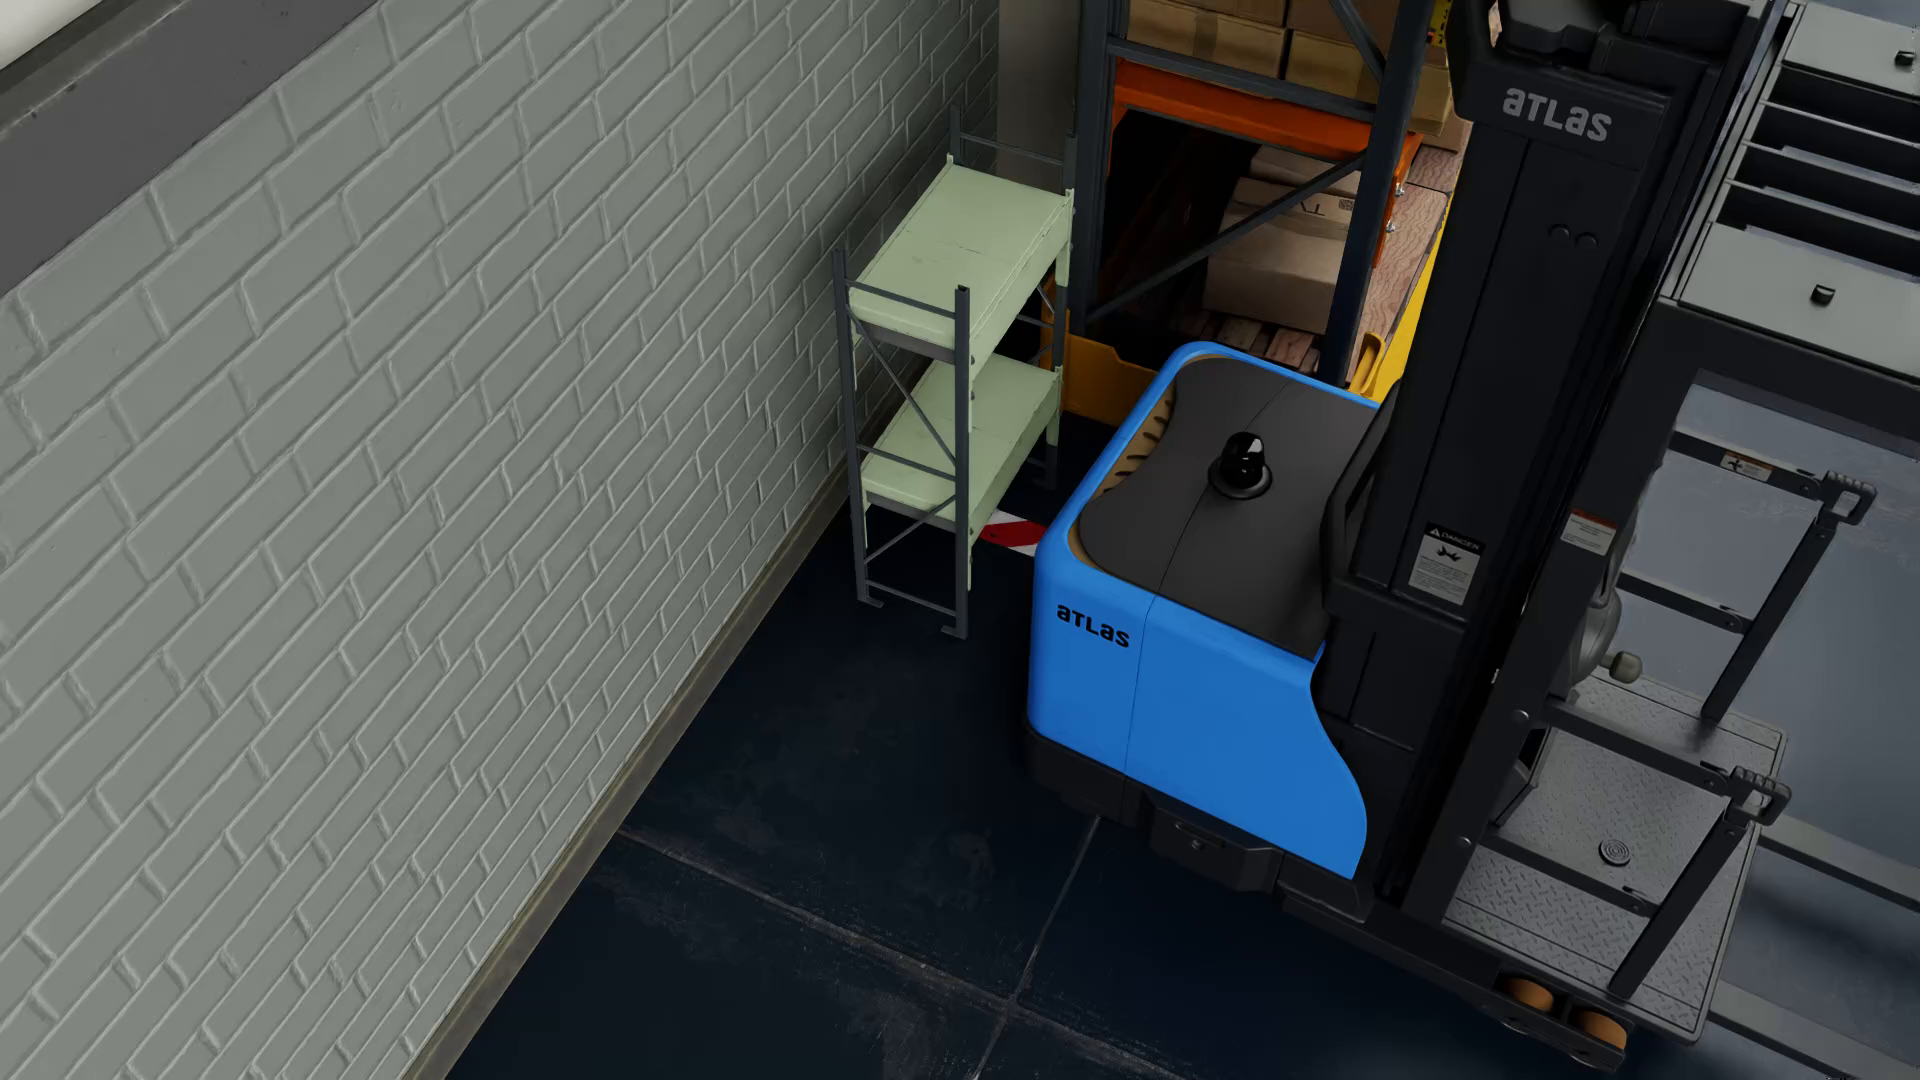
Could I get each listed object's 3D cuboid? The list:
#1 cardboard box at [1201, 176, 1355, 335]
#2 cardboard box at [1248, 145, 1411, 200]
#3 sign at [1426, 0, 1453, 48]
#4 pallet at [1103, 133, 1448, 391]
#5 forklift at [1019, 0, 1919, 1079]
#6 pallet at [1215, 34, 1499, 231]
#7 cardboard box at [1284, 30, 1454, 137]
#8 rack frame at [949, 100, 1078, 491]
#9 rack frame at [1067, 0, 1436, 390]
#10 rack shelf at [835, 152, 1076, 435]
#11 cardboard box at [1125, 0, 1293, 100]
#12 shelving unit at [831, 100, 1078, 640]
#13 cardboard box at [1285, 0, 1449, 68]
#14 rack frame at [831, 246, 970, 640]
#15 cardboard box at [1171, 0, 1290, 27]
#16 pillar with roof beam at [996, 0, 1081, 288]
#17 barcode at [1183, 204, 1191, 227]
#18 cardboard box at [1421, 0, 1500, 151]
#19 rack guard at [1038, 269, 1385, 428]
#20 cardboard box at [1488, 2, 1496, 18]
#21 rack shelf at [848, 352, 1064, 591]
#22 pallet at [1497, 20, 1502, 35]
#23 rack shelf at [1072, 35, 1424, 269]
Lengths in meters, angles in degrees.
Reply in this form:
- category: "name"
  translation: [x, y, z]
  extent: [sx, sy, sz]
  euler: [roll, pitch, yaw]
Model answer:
- category: "cardboard box"
  translation: [1.212, -1.081, 6.176]
  extent: [0.500, 0.311, 0.500]
  euler: [14, 51, 12]
- category: "cardboard box"
  translation: [1.456, -1.473, 6.511]
  extent: [0.500, 0.311, 0.500]
  euler: [24, 54, 19]
- category: "sign"
  translation: [1.326, -1.466, 4.460]
  extent: [0.100, 0.325, 0.005]
  euler: [20, 52, 16]
- category: "pallet"
  translation: [1.247, -1.059, 6.512]
  extent: [1.003, 0.211, 1.213]
  euler: [20, 52, 16]
- category: "forklift"
  translation: [1.718, 0.016, 3.812]
  extent: [3.031, 2.935, 1.130]
  euler: [23, 54, 19]
- category: "pallet"
  translation: [1.769, -1.896, 7.225]
  extent: [1.003, 0.211, 1.213]
  euler: [20, 52, 16]
- category: "cardboard box"
  translation: [1.331, -1.553, 5.187]
  extent: [0.500, 0.250, 0.500]
  euler: [18, 52, 15]
- category: "rack frame"
  translation: [0.153, -0.733, 5.389]
  extent: [0.400, 1.500, 0.023]
  euler: [20, 52, 16]
- category: "rack frame"
  translation: [0.835, -1.362, 4.940]
  extent: [1.000, 3.000, 0.127]
  euler: [20, 52, 16]
- category: "rack shelf"
  translation: [-0.003, -0.734, 4.878]
  extent: [0.431, 0.370, 0.720]
  euler: [20, 52, 16]
- category: "cardboard box"
  translation: [0.860, -1.705, 5.317]
  extent: [0.500, 0.250, 0.500]
  euler: [20, 53, 17]
- category: "shelving unit"
  translation: [-0.003, -0.481, 5.175]
  extent: [0.431, 1.500, 0.755]
  euler: [20, 52, 16]
- category: "cardboard box"
  translation: [1.311, -1.794, 4.900]
  extent: [0.500, 0.500, 0.500]
  euler: [20, 52, 16]
- category: "rack frame"
  translation: [-0.159, -0.229, 4.960]
  extent: [0.400, 1.500, 0.023]
  euler: [20, 52, 16]
- category: "cardboard box"
  translation: [0.845, -1.957, 5.038]
  extent: [0.500, 0.500, 0.500]
  euler: [19, 52, 16]
- category: "pillar with roof beam"
  translation: [4.245, -2.669, 2.112]
  extent: [9.100, 9.000, 0.400]
  euler: [20, 52, 16]
- category: "barcode"
  translation: [0.858, -1.226, 6.294]
  extent: [0.001, 0.075, 0.075]
  euler: [20, 52, 16]
- category: "cardboard box"
  translation: [1.814, -2.023, 6.855]
  extent: [0.700, 0.500, 0.500]
  euler: [17, 52, 14]
- category: "rack guard"
  translation: [0.868, -0.604, 5.936]
  extent: [1.175, 0.500, 0.348]
  euler: [20, 52, 16]
- category: "cardboard box"
  translation: [1.540, -1.915, 5.495]
  extent: [0.500, 0.250, 0.500]
  euler: [18, 52, 15]
- category: "rack shelf"
  translation: [-0.003, -0.270, 5.423]
  extent: [0.431, 0.370, 0.720]
  euler: [20, 52, 16]
- category: "pallet"
  translation: [2.289, -2.739, 7.942]
  extent: [1.003, 0.211, 1.213]
  euler: [20, 52, 16]
- category: "rack shelf"
  translation: [1.690, -2.506, 6.385]
  extent: [1.077, 0.370, 4.000]
  euler: [20, 52, 16]
